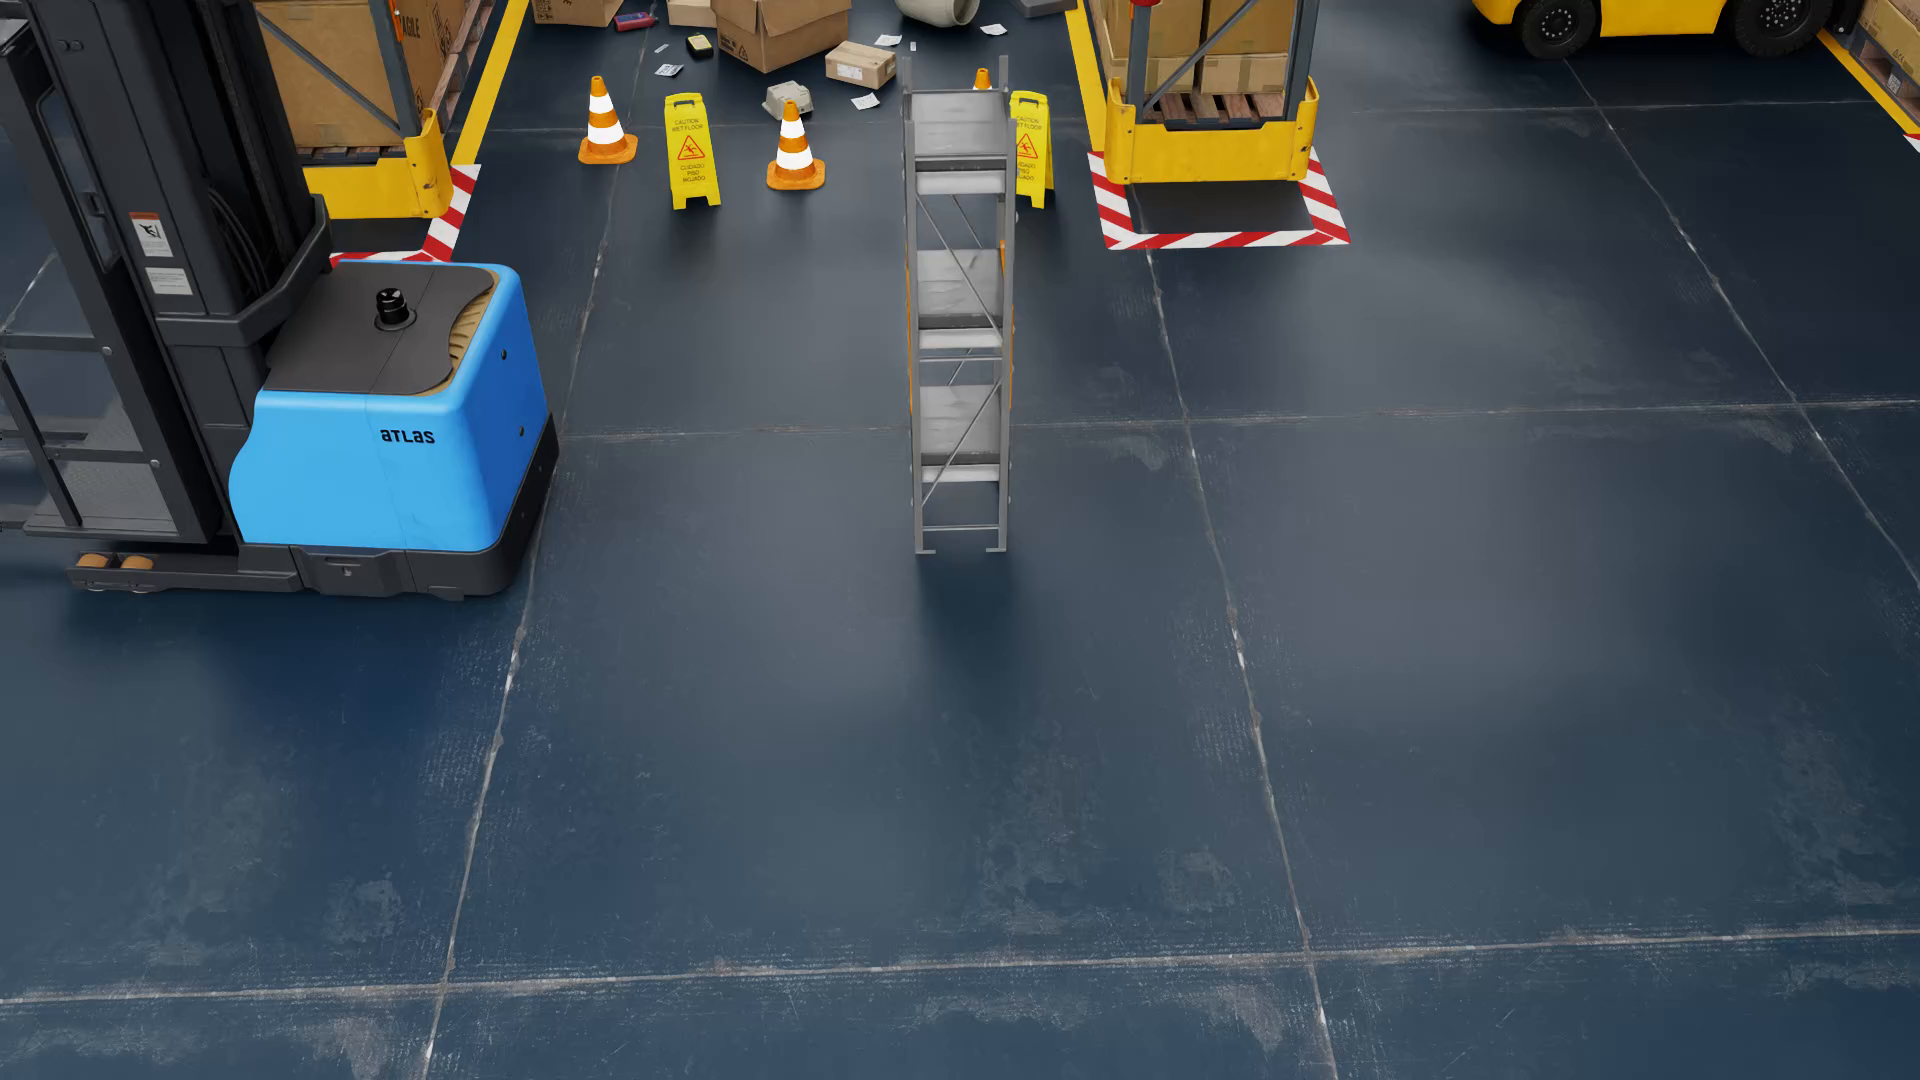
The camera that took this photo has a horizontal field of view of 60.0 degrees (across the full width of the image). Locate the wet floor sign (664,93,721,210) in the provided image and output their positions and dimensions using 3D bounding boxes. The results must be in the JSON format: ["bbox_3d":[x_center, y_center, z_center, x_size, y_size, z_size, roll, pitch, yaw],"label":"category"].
[{"bbox_3d":[-1.519,-2.209,9.332,0.267,0.644,0.232,-8,43,-9],"label":"wet floor sign"}]

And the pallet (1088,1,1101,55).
[{"bbox_3d":[1.392,-3.644,11.219,1.003,0.211,1.213,-2,43,-2],"label":"pallet"}]

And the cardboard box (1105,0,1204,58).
[{"bbox_3d":[1.148,-3.201,9.841,0.500,0.500,0.500,-1,43,-2],"label":"cardboard box"}]

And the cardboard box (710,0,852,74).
[{"bbox_3d":[-1.161,-3.443,10.783,0.797,0.503,0.637,-32,51,-30],"label":"cardboard box"}]

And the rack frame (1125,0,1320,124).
[{"bbox_3d":[1.443,-3.250,8.725,1.000,3.000,0.127,-2,43,-2],"label":"rack frame"}]

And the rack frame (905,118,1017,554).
[{"bbox_3d":[0.003,-0.721,6.632,0.400,2.100,0.015,-2,43,-2],"label":"rack frame"}]

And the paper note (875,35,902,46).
[{"bbox_3d":[-0.472,-3.310,10.996,0.148,0.019,0.142,12,44,13],"label":"paper note"}]

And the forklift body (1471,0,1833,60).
[{"bbox_3d":[4.499,-4.310,10.509,2.313,2.155,1.214,-2,43,-2],"label":"forklift body"}]

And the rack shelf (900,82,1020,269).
[{"bbox_3d":[-0.007,-1.392,6.348,0.431,0.518,0.480,-2,43,-2],"label":"rack shelf"}]

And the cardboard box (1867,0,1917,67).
[{"bbox_3d":[6.055,-3.180,10.373,0.500,0.250,0.500,-2,43,-2],"label":"cardboard box"}]

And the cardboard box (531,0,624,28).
[{"bbox_3d":[-2.577,-3.801,11.174,0.500,0.500,0.500,5,43,6],"label":"cardboard box"}]

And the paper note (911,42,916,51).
[{"bbox_3d":[-0.308,-3.247,10.935,0.032,0.001,0.123,-2,43,-2],"label":"paper note"}]

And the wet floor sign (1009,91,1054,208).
[{"bbox_3d":[0.382,-2.223,9.347,0.267,0.644,0.232,12,44,13],"label":"wet floor sign"}]

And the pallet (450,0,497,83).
[{"bbox_3d":[-3.659,-3.371,10.921,1.003,0.211,1.213,-2,43,-2],"label":"pallet"}]

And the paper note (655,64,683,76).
[{"bbox_3d":[-1.867,-3.023,10.677,0.144,0.017,0.142,12,44,13],"label":"paper note"}]

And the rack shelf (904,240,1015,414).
[{"bbox_3d":[-0.007,-0.876,6.821,0.431,0.518,0.480,-2,43,-2],"label":"rack shelf"}]

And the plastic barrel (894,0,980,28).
[{"bbox_3d":[-0.158,-3.651,11.069,0.512,0.421,0.421,27,49,27],"label":"plastic barrel"}]

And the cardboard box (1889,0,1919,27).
[{"bbox_3d":[6.058,-3.379,10.220,0.500,0.250,0.500,-2,43,-2],"label":"cardboard box"}]

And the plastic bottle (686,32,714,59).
[{"bbox_3d":[-1.716,-3.248,10.898,0.133,0.061,0.283,-16,45,-16],"label":"plastic bottle"}]

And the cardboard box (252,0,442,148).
[{"bbox_3d":[-3.593,-2.867,9.569,0.875,0.875,0.875,-1,43,-2],"label":"cardboard box"}]

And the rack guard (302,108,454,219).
[{"bbox_3d":[-3.497,-2.102,9.323,1.175,0.500,0.348,-2,43,-2],"label":"rack guard"}]

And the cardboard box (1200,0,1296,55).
[{"bbox_3d":[1.683,-3.236,9.879,0.500,0.500,0.500,-3,43,-3],"label":"cardboard box"}]

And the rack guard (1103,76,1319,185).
[{"bbox_3d":[1.440,-2.379,9.626,1.175,0.500,0.348,-2,43,-2],"label":"rack guard"}]

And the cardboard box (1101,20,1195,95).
[{"bbox_3d":[1.139,-2.945,10.117,0.500,0.250,0.500,-2,43,-2],"label":"cardboard box"}]

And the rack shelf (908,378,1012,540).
[{"bbox_3d":[-0.007,-0.360,7.294,0.431,0.518,0.480,-2,43,-2],"label":"rack shelf"}]

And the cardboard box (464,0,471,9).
[{"bbox_3d":[-3.669,-4.076,10.889,0.875,0.875,0.875,-1,43,-1],"label":"cardboard box"}]

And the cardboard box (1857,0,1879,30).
[{"bbox_3d":[6.042,-3.518,10.742,0.500,0.250,0.500,-1,43,-1],"label":"cardboard box"}]

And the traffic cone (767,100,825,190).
[{"bbox_3d":[-0.959,-2.306,9.573,0.336,0.463,0.334,-2,43,-2],"label":"traffic cone"}]

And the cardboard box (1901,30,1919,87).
[{"bbox_3d":[6.066,-2.844,10.007,0.500,0.250,0.500,-1,43,-1],"label":"cardboard box"}]

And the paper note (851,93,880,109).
[{"bbox_3d":[-0.586,-2.736,10.362,0.148,0.019,0.142,-16,45,-16],"label":"paper note"}]

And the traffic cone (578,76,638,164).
[{"bbox_3d":[-2.102,-2.503,9.788,0.336,0.463,0.334,-2,43,-2],"label":"traffic cone"}]

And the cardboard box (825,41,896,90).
[{"bbox_3d":[-0.631,-3.025,10.590,0.380,0.149,0.250,19,46,20],"label":"cardboard box"}]

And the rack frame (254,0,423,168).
[{"bbox_3d":[-3.498,-3.039,8.496,1.000,3.000,0.127,-2,43,-2],"label":"rack frame"}]

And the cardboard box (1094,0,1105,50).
[{"bbox_3d":[1.126,-3.279,10.481,0.500,0.250,0.500,-1,43,-2],"label":"cardboard box"}]

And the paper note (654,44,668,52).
[{"bbox_3d":[-1.958,-3.227,10.912,0.032,0.001,0.123,19,46,20],"label":"paper note"}]

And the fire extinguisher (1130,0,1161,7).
[{"bbox_3d":[0.987,-3.131,8.652,0.296,0.674,0.183,-2,43,-2],"label":"fire extinguisher"}]

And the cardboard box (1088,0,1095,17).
[{"bbox_3d":[1.098,-3.632,10.866,0.500,0.250,0.500,-3,43,-3],"label":"cardboard box"}]

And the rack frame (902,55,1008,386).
[{"bbox_3d":[-0.017,-1.051,6.992,0.400,2.100,0.015,-2,43,-2],"label":"rack frame"}]

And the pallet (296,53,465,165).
[{"bbox_3d":[-3.611,-2.549,10.024,1.003,0.211,1.213,-2,43,-2],"label":"pallet"}]

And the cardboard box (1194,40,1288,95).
[{"bbox_3d":[1.685,-2.943,10.115,0.500,0.250,0.500,-2,43,-2],"label":"cardboard box"}]

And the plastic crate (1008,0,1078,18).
[{"bbox_3d":[0.520,-3.790,11.476,0.402,0.080,0.583,-16,45,-16],"label":"plastic crate"}]

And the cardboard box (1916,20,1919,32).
[{"bbox_3d":[6.069,-3.040,9.850,0.500,0.250,0.500,-2,43,-2],"label":"cardboard box"}]

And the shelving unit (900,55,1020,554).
[{"bbox_3d":[-0.007,-0.886,6.812,0.431,2.100,0.503,-2,43,-2],"label":"shelving unit"}]

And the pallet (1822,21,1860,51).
[{"bbox_3d":[6.279,-3.703,11.284,1.003,0.211,1.213,-2,43,-2],"label":"pallet"}]

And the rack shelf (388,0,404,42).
[{"bbox_3d":[-3.583,-4.124,10.212,1.077,0.370,4.000,-2,43,-2],"label":"rack shelf"}]

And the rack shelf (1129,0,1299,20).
[{"bbox_3d":[1.358,-4.335,10.441,1.077,0.370,4.000,-2,43,-2],"label":"rack shelf"}]

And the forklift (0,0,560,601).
[{"bbox_3d":[-3.400,-1.205,6.545,3.031,2.935,1.130,2,43,3],"label":"forklift"}]

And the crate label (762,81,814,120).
[{"bbox_3d":[-1.054,-2.715,10.261,0.250,0.136,0.298,-23,47,-23],"label":"crate label"}]

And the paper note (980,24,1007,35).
[{"bbox_3d":[0.228,-3.412,11.100,0.142,0.019,0.148,-16,45,-16],"label":"paper note"}]

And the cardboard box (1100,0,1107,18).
[{"bbox_3d":[1.123,-3.553,10.225,0.500,0.500,0.500,0,43,0],"label":"cardboard box"}]

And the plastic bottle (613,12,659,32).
[{"bbox_3d":[-2.170,-3.482,11.153,0.283,0.061,0.133,-16,45,-16],"label":"plastic bottle"}]

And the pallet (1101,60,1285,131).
[{"bbox_3d":[1.440,-2.822,10.323,1.003,0.211,1.213,-2,43,-2],"label":"pallet"}]

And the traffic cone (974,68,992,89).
[{"bbox_3d":[0.136,-2.568,9.859,0.336,0.463,0.334,-2,43,-2],"label":"traffic cone"}]

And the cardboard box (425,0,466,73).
[{"bbox_3d":[-3.633,-3.461,10.217,0.875,0.875,0.875,-2,43,-2],"label":"cardboard box"}]

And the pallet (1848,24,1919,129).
[{"bbox_3d":[6.328,-2.882,10.387,1.003,0.211,1.213,-2,43,-2],"label":"pallet"}]

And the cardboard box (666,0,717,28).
[{"bbox_3d":[-1.755,-3.624,11.157,0.396,0.266,0.258,5,43,6],"label":"cardboard box"}]
